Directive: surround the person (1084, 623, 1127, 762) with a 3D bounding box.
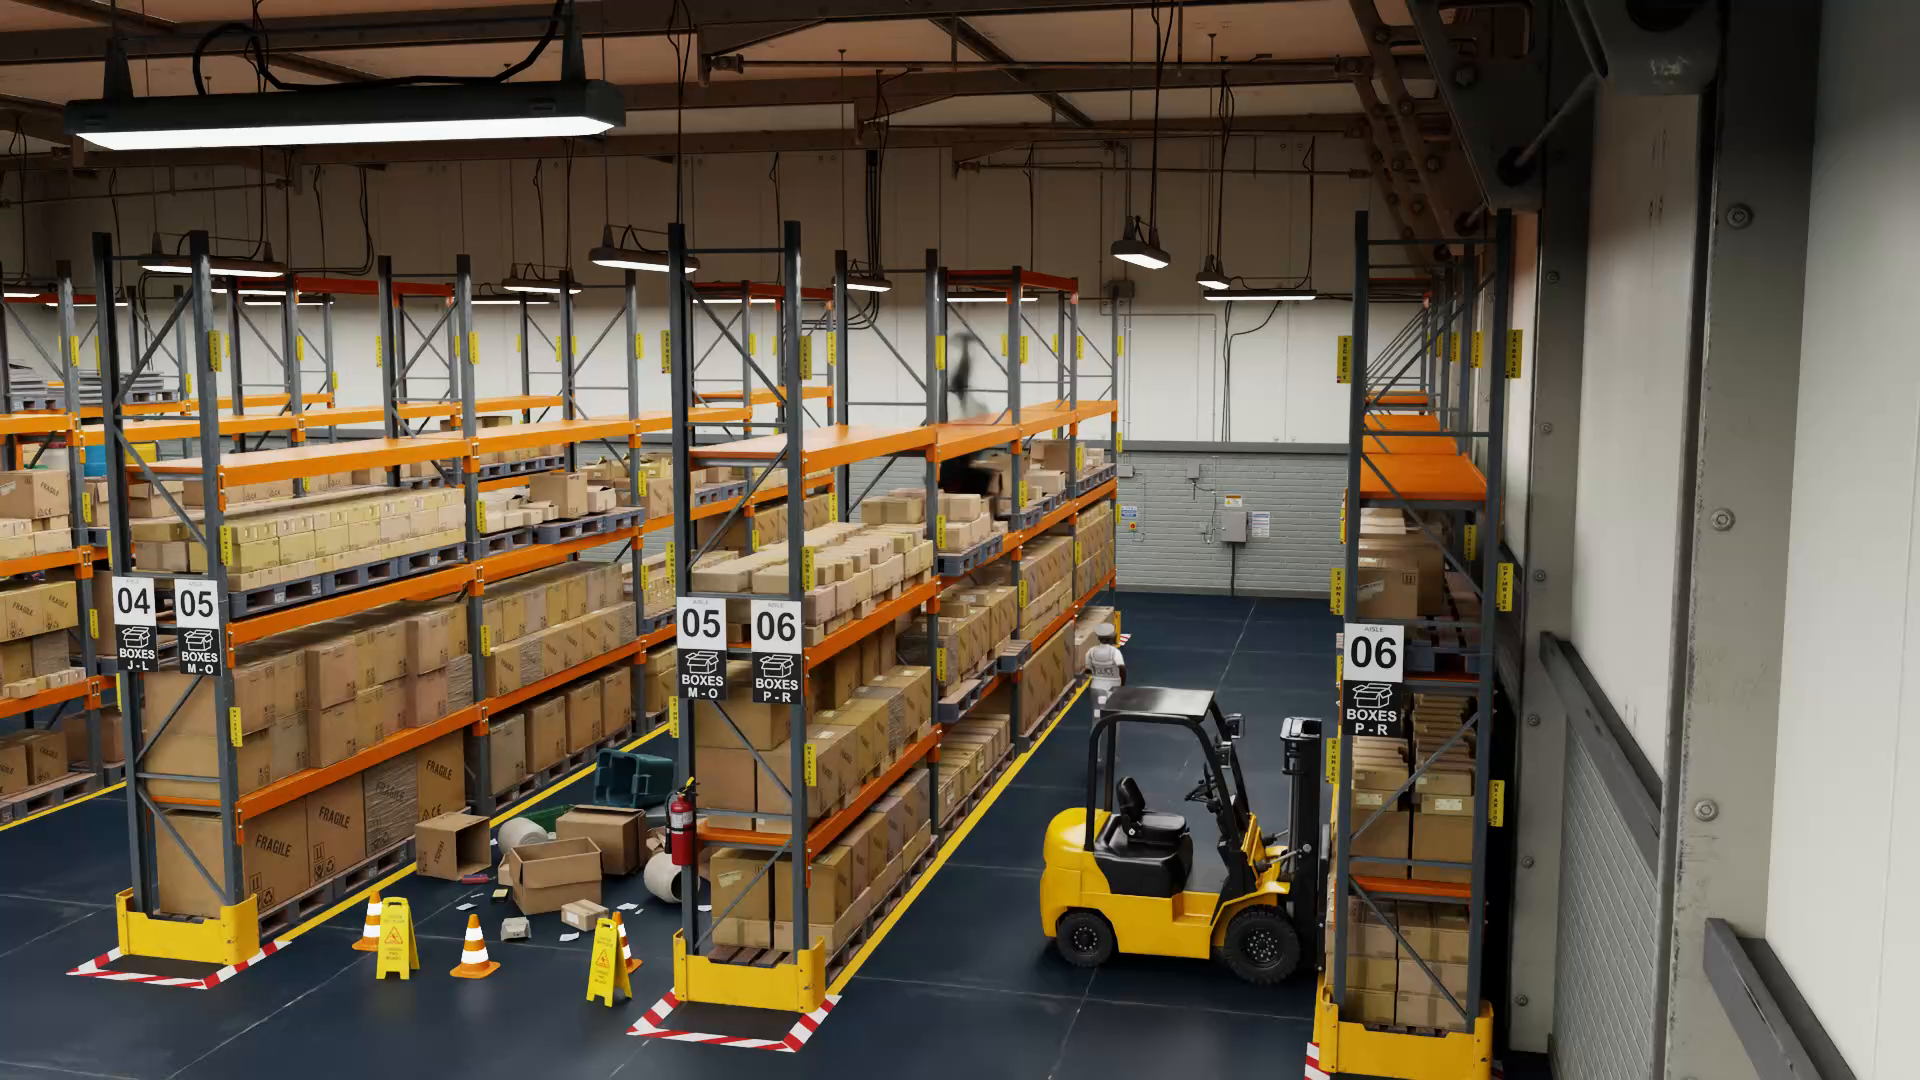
[{"bbox_3d":[1.763,1.880,20.132,0.546,1.758,0.772,1,7,12],"label":"person"}]
